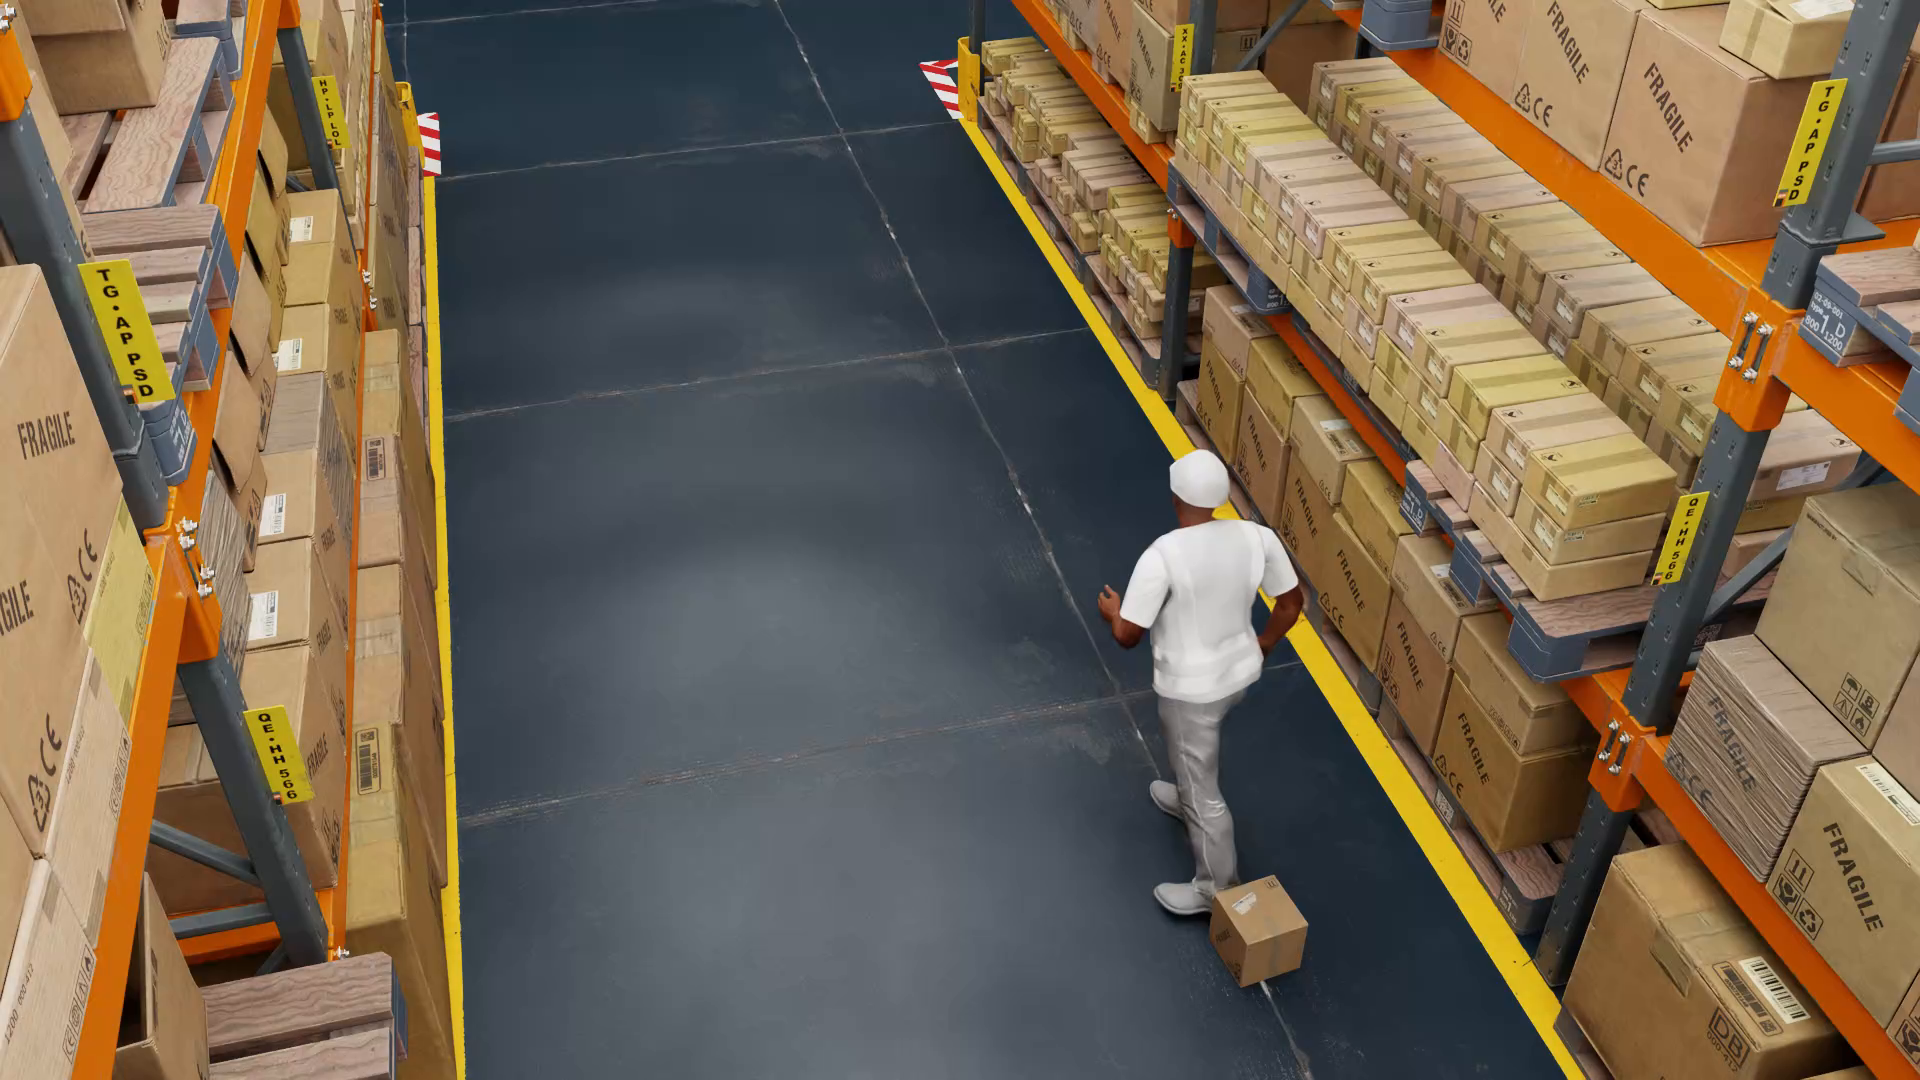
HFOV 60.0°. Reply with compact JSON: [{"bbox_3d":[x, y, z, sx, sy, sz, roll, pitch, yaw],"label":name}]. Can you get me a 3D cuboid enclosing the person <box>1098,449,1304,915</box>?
[{"bbox_3d":[0.869,0.502,6.120,0.707,1.687,0.888,-27,45,-30],"label":"person"}]
